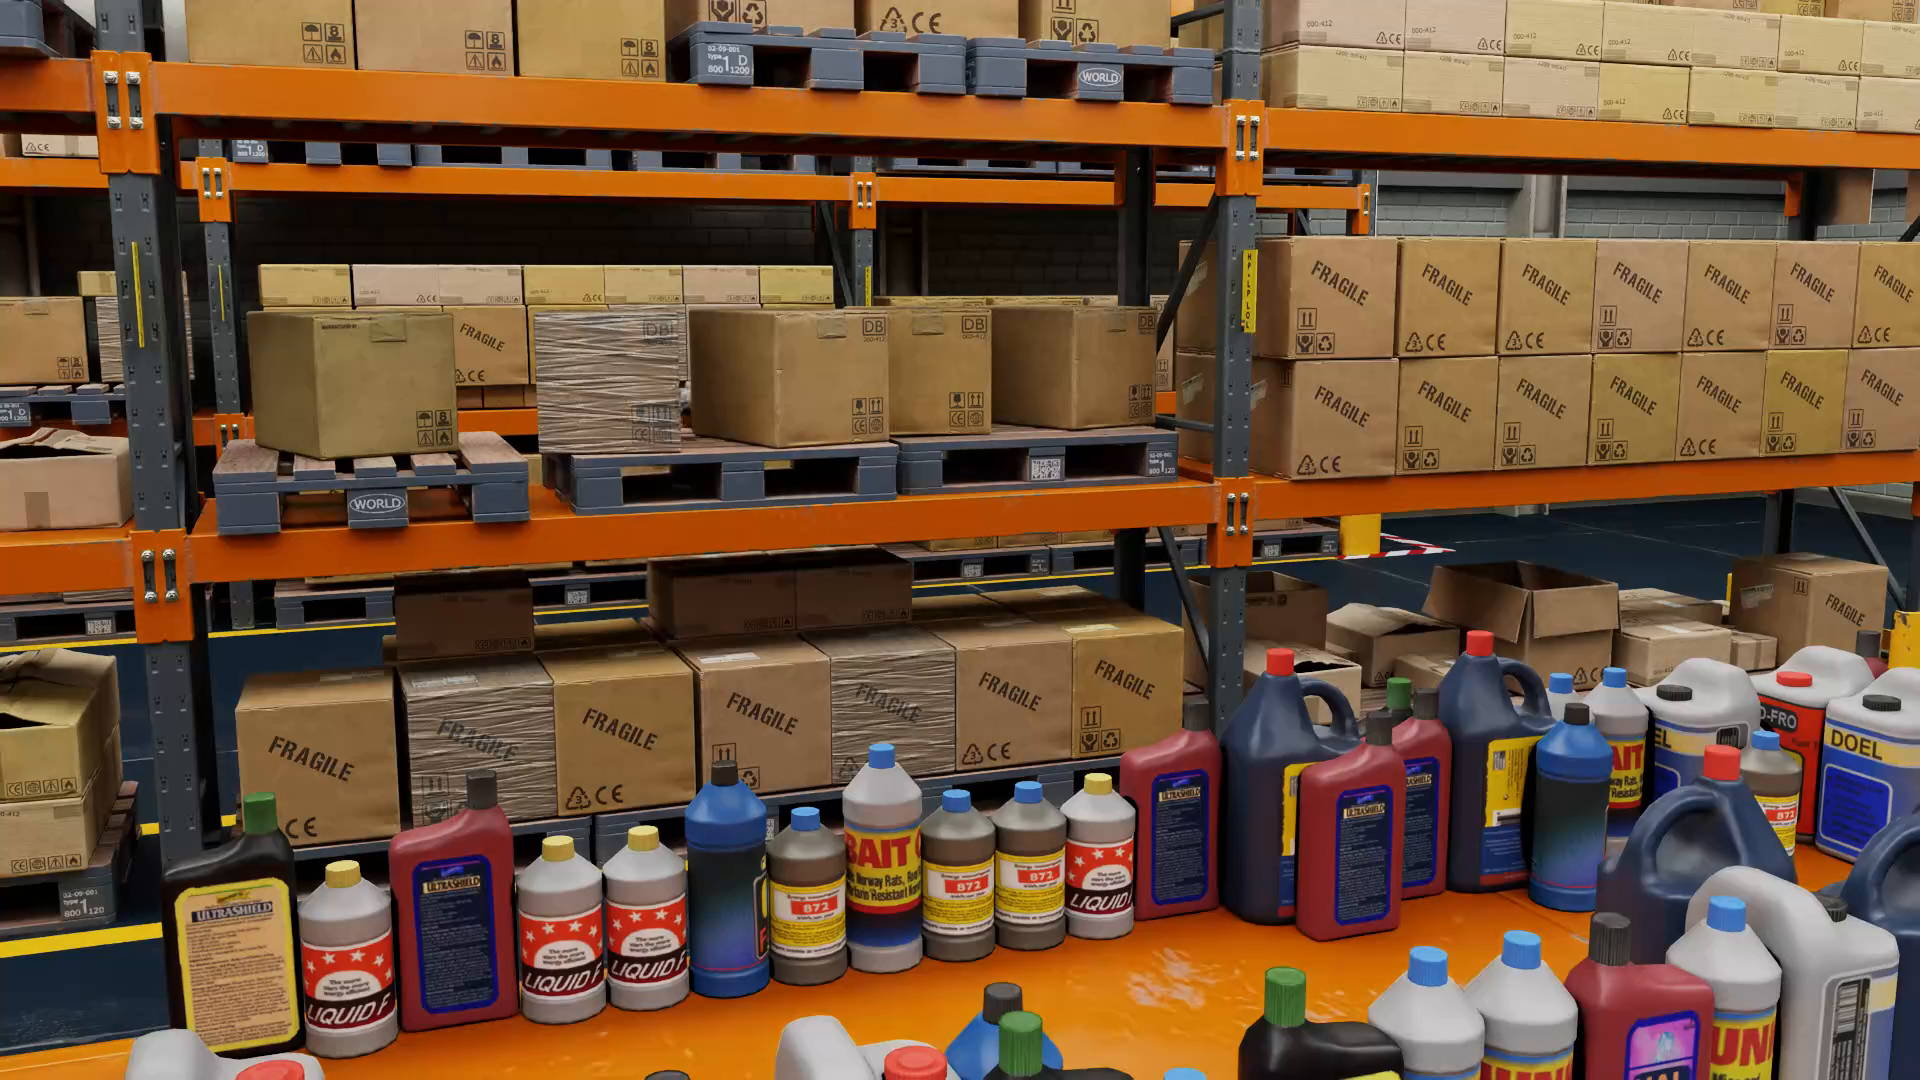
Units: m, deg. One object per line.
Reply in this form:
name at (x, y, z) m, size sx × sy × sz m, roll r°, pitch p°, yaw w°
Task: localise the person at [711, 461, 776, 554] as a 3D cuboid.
person at (-1.173, -0.067, 8.545) m, size 0.514 × 1.603 × 0.484 m, roll -4°, pitch 10°, yaw -21°
